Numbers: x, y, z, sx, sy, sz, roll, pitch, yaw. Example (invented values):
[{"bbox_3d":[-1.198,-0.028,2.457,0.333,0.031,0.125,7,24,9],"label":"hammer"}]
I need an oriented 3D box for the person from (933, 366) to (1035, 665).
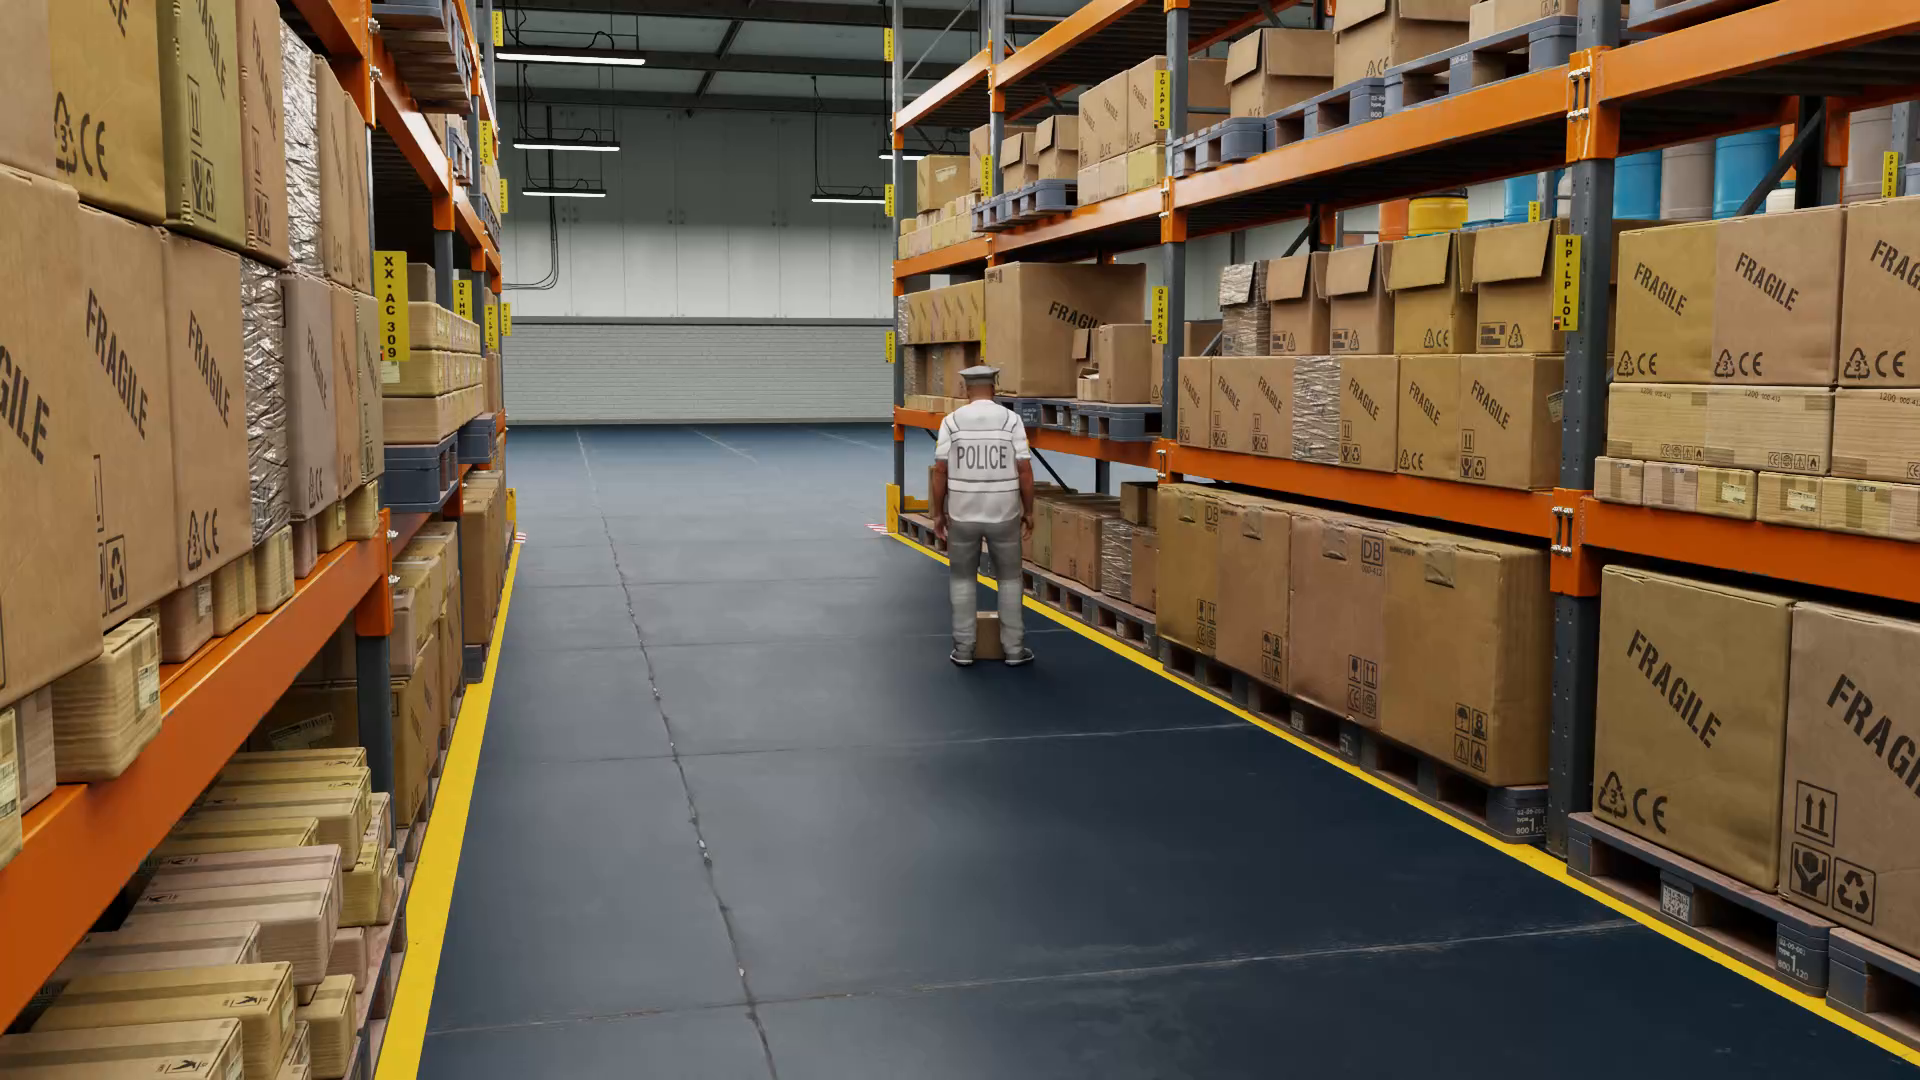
[{"bbox_3d":[0.139,-0.141,9.735,0.594,1.748,0.434,0,6,3],"label":"person"}]
